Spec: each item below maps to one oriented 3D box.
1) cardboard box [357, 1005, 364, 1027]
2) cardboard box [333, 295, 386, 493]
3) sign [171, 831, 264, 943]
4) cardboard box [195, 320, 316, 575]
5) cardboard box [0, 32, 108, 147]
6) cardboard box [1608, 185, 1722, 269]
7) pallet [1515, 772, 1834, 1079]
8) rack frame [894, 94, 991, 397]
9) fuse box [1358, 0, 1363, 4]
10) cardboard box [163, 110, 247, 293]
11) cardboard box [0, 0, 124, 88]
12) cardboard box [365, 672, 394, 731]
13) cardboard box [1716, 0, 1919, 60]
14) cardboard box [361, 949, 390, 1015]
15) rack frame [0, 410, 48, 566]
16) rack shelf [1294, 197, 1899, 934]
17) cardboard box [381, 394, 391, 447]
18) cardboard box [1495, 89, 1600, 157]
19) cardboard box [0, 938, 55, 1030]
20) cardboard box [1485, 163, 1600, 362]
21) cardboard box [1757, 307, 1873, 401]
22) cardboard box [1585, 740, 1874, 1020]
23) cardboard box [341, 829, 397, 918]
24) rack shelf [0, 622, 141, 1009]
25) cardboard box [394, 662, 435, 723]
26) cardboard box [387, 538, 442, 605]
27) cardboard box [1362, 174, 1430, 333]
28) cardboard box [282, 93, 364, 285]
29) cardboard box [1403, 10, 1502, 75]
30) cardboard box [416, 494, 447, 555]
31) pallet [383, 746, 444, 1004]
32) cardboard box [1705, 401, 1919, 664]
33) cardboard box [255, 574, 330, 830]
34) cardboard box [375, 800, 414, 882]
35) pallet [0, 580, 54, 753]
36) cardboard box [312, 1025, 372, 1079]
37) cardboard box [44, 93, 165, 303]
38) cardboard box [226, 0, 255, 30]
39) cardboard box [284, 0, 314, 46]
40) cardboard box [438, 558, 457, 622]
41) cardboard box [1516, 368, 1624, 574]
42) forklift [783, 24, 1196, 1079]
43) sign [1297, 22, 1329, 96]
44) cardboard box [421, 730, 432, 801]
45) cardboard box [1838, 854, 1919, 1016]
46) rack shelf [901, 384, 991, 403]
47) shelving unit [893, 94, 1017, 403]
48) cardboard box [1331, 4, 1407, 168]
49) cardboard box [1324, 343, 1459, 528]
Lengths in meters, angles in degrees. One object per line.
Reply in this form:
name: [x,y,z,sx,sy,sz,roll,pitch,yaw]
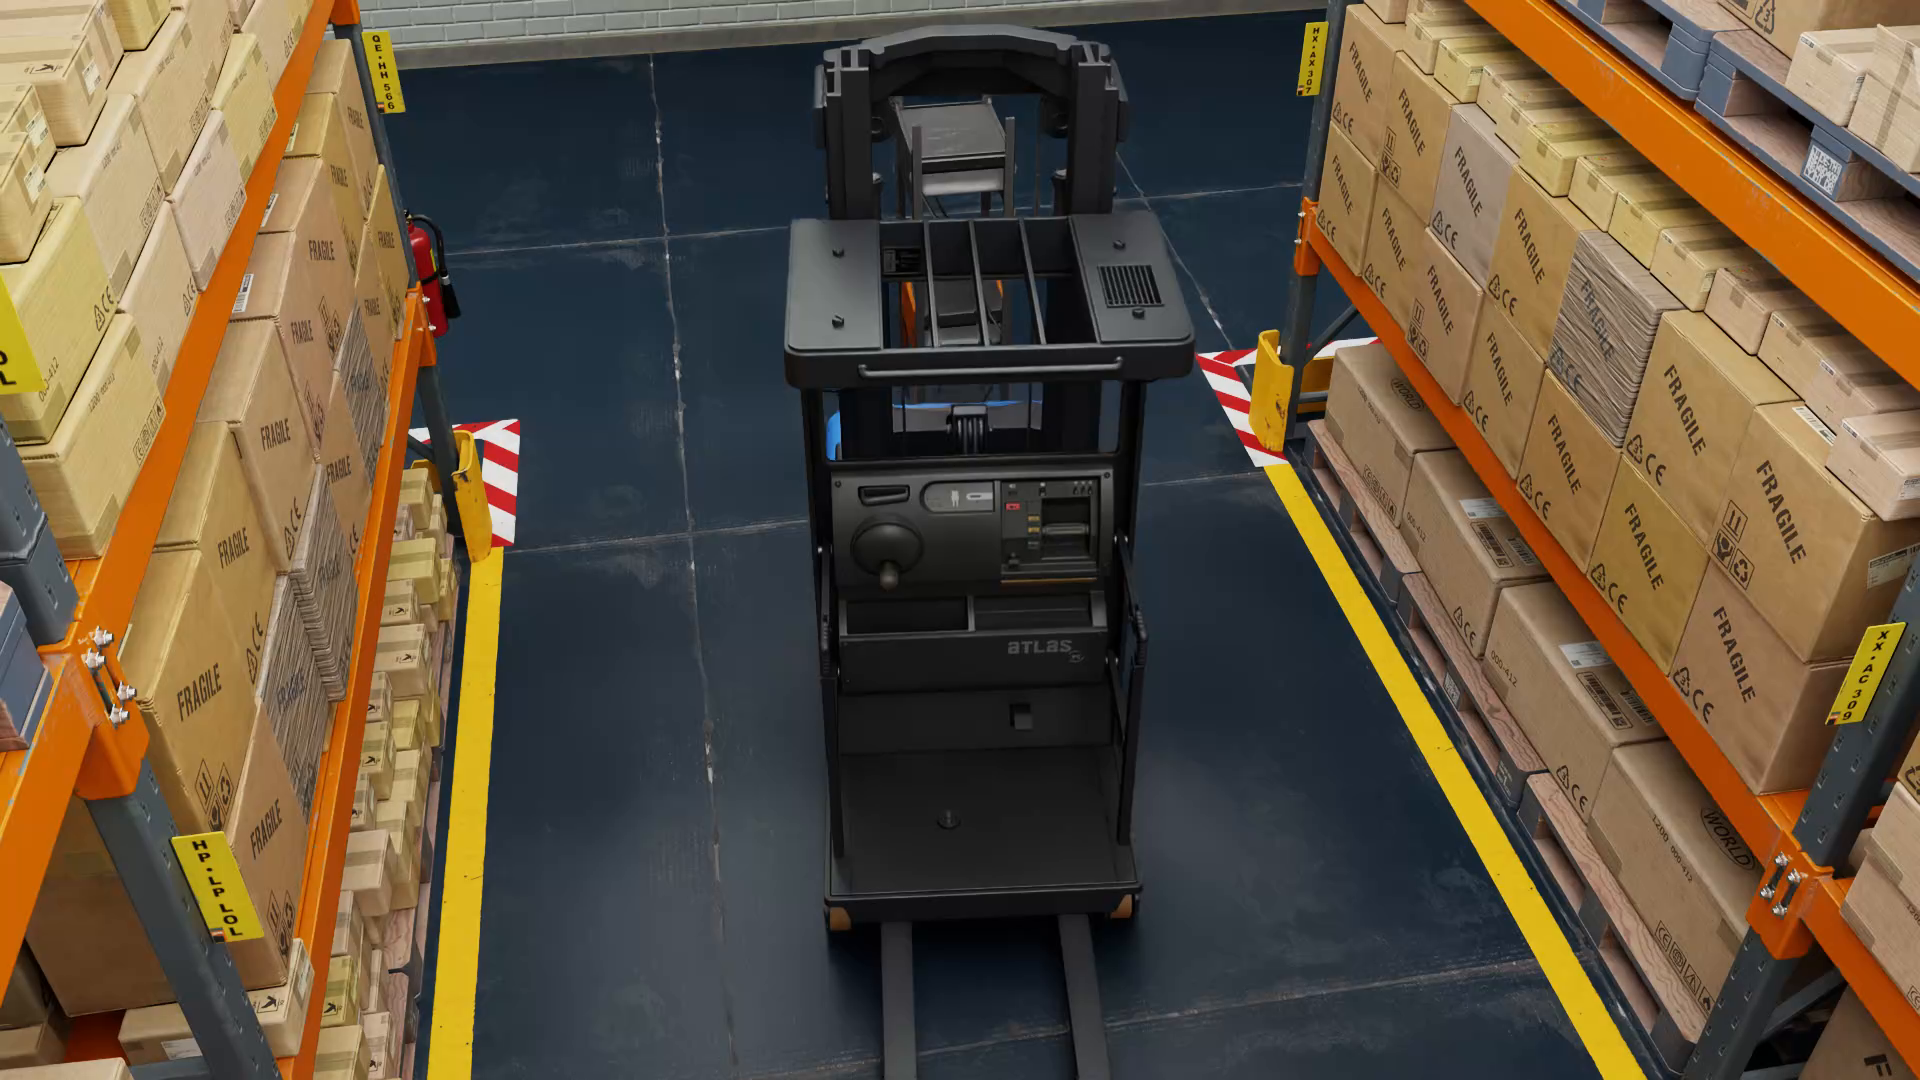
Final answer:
cardboard box: [-2.035,1.542,5.059,0.380,0.149,0.250,-6,38,-8]
cardboard box: [-2.261,-0.473,5.590,0.500,0.500,0.500,-6,38,-8]
sign: [-1.530,0.720,3.434,0.100,0.325,0.005,-6,38,-8]
cardboard box: [-2.078,-0.230,4.462,0.500,0.500,0.500,-6,38,-7]
cardboard box: [-2.003,-0.918,3.431,0.380,0.149,0.250,-7,38,-9]
cardboard box: [2.251,-0.975,5.135,0.380,0.149,0.250,-7,38,-9]
pallet: [2.724,1.279,5.931,1.003,0.211,1.213,-6,38,-8]
rack frame: [-0.072,-1.077,7.424,0.400,2.100,0.015,-6,38,-8]
fuse box: [3.161,-4.802,12.537,0.539,1.711,0.414,-6,38,-8]
cardboard box: [-2.066,-0.812,4.028,0.500,0.250,0.500,-5,38,-6]
cardboard box: [-2.069,-1.072,3.629,0.380,0.149,0.250,-7,38,-9]
cardboard box: [-2.255,0.632,5.988,0.380,0.149,0.250,-7,38,-9]
cardboard box: [2.512,-1.596,4.406,0.797,0.503,0.637,-3,38,-4]
cardboard box: [-2.058,1.492,5.366,0.380,0.149,0.250,-7,38,-9]
rack frame: [-2.076,-1.130,1.869,1.000,3.000,0.127,-6,38,-8]
rack shelf: [2.430,-0.278,6.249,1.077,0.370,4.000,-6,38,-8]
cardboard box: [-2.308,-0.455,6.096,0.380,0.149,0.250,-5,38,-7]
cardboard box: [2.082,-1.431,5.722,0.380,0.149,0.250,-6,38,-8]
cardboard box: [-2.438,0.821,3.925,0.500,0.500,0.500,-6,38,-8]
cardboard box: [2.166,-0.961,5.646,0.500,0.500,0.500,-6,38,-8]
cardboard box: [2.439,-0.519,4.548,0.380,0.149,0.250,-6,38,-8]
cardboard box: [2.776,1.101,5.634,0.875,0.438,0.875,-7,38,-9]
cardboard box: [-2.047,1.096,5.390,0.380,0.149,0.250,-5,38,-7]
rack shelf: [-1.725,1.547,1.455,1.077,0.370,4.000,-6,38,-8]
cardboard box: [-2.207,0.579,6.299,0.380,0.149,0.250,-6,38,-7]
cardboard box: [-2.276,0.142,6.619,0.380,0.149,0.250,-7,38,-9]
cardboard box: [1.996,-1.186,6.750,0.500,0.500,0.500,-7,38,-9]
cardboard box: [-2.363,-1.173,5.675,0.500,0.500,0.500,-7,38,-9]
cardboard box: [1.917,-1.896,6.321,0.380,0.149,0.250,-5,38,-7]
cardboard box: [-2.403,-0.046,7.103,0.380,0.149,0.250,-7,38,-9]
pallet: [-2.445,1.200,6.033,1.003,0.211,1.213,-6,38,-8]
cardboard box: [2.426,-0.044,4.465,0.500,0.500,0.500,-7,38,-8]
cardboard box: [-2.008,0.458,4.391,0.500,0.500,0.500,-6,38,-8]
cardboard box: [-2.086,1.051,5.691,0.380,0.149,0.250,-7,38,-8]
pallet: [-2.072,0.513,2.352,1.213,0.211,1.003,-6,38,-8]
cardboard box: [-1.922,1.561,4.792,0.380,0.149,0.250,-4,38,-6]
cardboard box: [-2.006,-0.701,3.478,0.500,0.250,0.500,-6,38,-8]
cardboard box: [-2.267,-1.630,4.673,0.500,0.250,0.500,-6,38,-7]
cardboard box: [-2.340,-1.748,5.233,0.500,0.250,0.500,-6,38,-8]
cardboard box: [-2.334,0.223,6.999,0.380,0.149,0.250,-5,38,-7]
cardboard box: [2.249,-0.258,5.556,0.500,0.500,0.500,-7,38,-9]
forklift: [0.058,0.030,5.322,1.130,2.935,3.031,-2,38,-3]
sign: [1.531,-2.087,7.221,0.100,0.325,0.005,-6,38,-8]
cardboard box: [-2.182,0.855,6.187,0.380,0.149,0.250,-6,38,-7]
cardboard box: [2.597,0.999,4.141,0.500,0.250,0.500,-7,38,-9]
rack shelf: [-0.029,-0.366,7.672,0.431,0.518,0.480,-6,38,-8]
shelving unit: [-0.029,-0.929,7.235,0.431,2.100,0.503,-6,38,-8]
cardboard box: [1.883,-1.884,6.833,0.500,0.500,0.500,-7,38,-9]
cardboard box: [2.293,-0.536,7.741,0.875,0.438,0.875,-7,38,-9]
